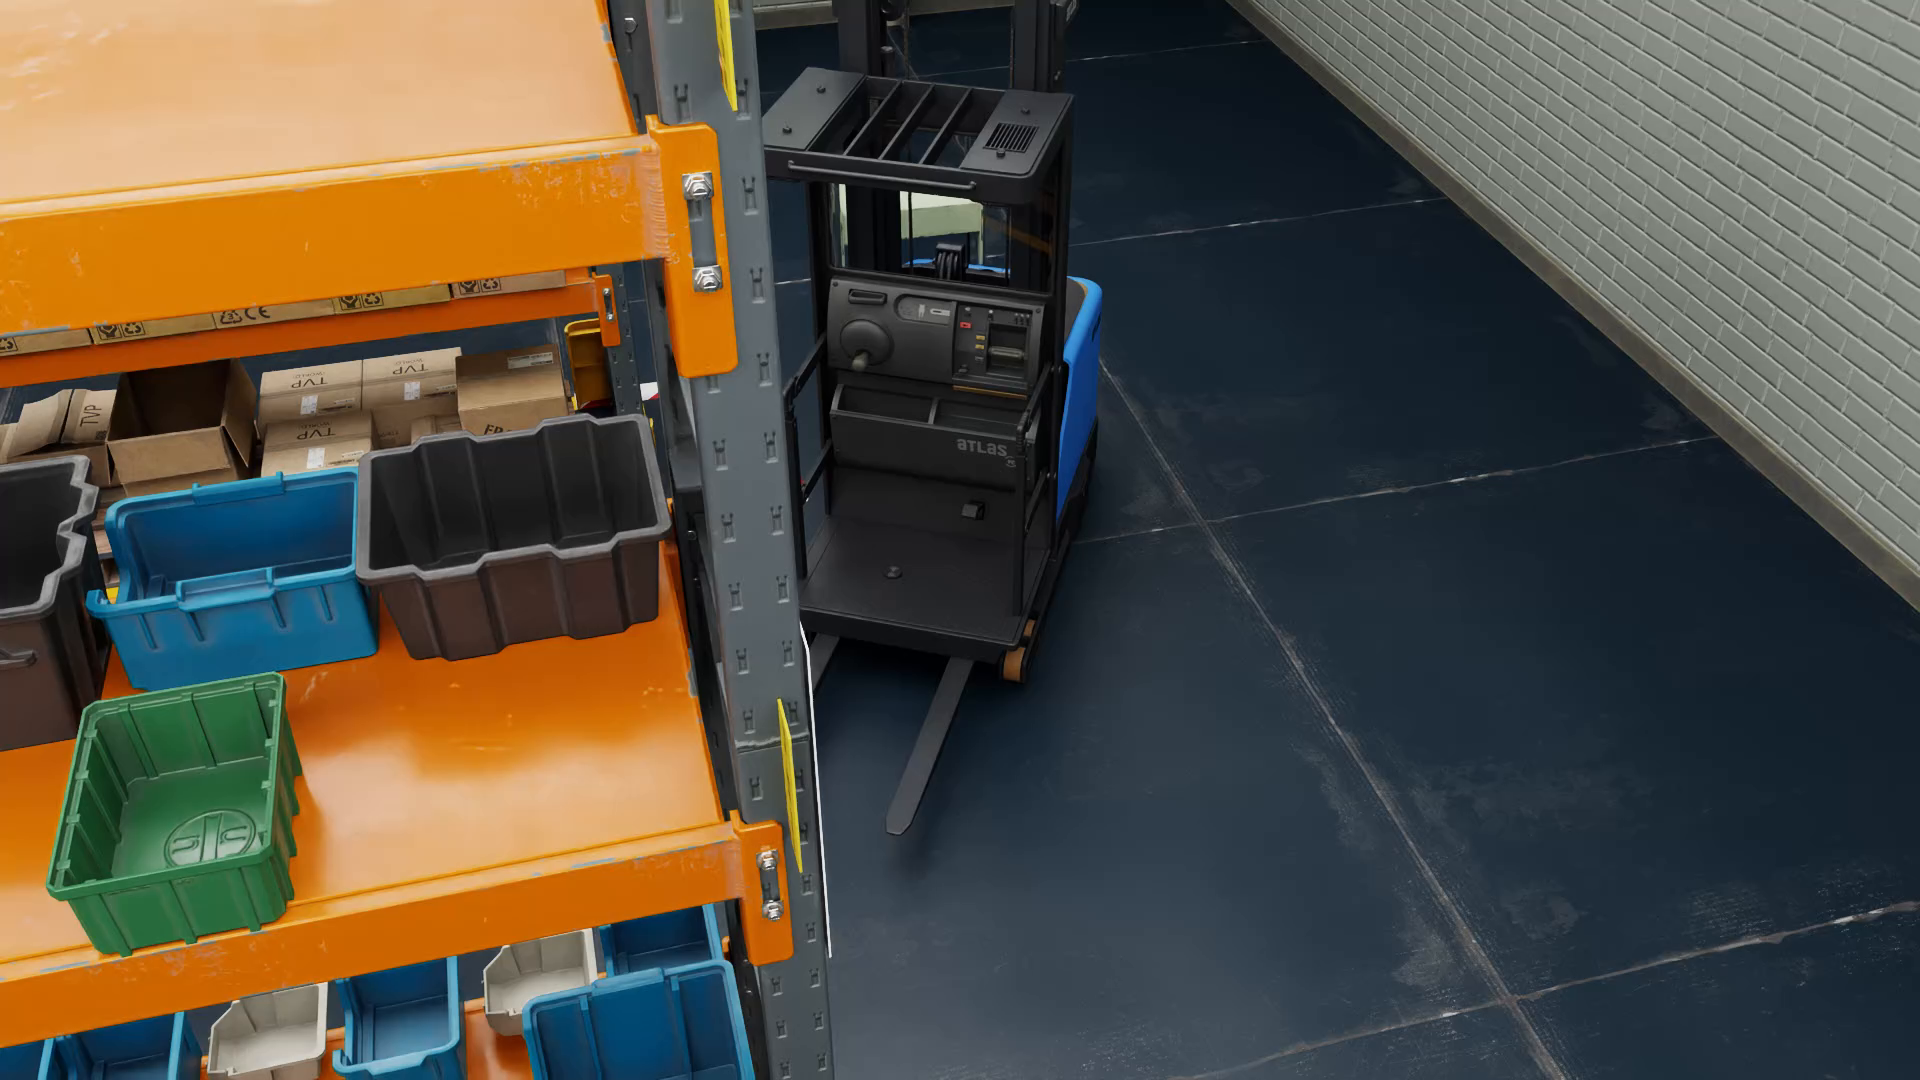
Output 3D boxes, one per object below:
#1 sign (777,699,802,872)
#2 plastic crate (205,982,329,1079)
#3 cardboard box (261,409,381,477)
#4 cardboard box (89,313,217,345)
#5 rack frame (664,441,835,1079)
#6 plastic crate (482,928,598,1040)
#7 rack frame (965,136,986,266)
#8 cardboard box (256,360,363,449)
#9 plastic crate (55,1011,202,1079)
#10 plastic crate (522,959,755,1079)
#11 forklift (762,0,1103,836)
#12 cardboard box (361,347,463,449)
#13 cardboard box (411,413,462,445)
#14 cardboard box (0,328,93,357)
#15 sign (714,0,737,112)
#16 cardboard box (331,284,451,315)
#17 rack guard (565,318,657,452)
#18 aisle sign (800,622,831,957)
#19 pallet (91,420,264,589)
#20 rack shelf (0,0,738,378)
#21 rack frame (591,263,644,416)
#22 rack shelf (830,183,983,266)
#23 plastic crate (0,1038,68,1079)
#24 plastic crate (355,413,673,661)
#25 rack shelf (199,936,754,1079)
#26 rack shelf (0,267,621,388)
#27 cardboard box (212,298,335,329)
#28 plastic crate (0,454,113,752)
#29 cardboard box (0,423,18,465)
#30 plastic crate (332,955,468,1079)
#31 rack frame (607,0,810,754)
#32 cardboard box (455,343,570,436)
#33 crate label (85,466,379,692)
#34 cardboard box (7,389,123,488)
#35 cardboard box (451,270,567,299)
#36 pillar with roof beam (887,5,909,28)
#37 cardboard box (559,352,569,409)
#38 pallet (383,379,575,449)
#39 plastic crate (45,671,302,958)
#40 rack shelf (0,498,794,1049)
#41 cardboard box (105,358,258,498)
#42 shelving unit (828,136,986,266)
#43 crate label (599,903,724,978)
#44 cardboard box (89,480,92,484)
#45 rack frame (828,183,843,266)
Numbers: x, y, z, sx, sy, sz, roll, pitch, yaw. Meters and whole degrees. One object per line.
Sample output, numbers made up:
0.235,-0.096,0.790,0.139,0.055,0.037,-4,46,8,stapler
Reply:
-0.289,0.421,2.828,0.005,0.325,0.100,-9,38,-12,sign
-1.758,1.287,4.245,0.298,0.136,0.250,-9,38,-12,plastic crate
-3.121,-0.375,8.151,0.500,0.250,0.500,-9,38,-12,cardboard box
-3.567,-1.225,7.279,0.500,0.500,0.500,-10,39,-13,cardboard box
-0.448,1.251,4.126,0.127,3.000,1.000,-9,38,-12,rack frame
-1.103,1.180,4.386,0.298,0.136,0.250,-9,38,-12,plastic crate
0.079,-1.367,8.779,0.023,1.500,0.400,-8,38,-10,rack frame
-3.300,-0.660,8.524,0.500,0.250,0.500,-9,38,-12,cardboard box
-2.043,1.348,4.087,0.300,0.233,0.416,-9,38,-12,plastic crate
-0.722,1.375,3.884,0.499,0.435,0.616,-9,38,-12,plastic crate
-0.161,-0.795,6.856,1.130,2.935,3.031,9,38,12,forklift
-2.817,-0.739,8.628,0.500,0.250,0.500,-9,38,-12,cardboard box
-2.611,-0.463,8.335,0.250,0.166,0.380,-9,38,-12,cardboard box
-4.057,-1.143,7.173,0.500,0.500,0.500,-10,38,-12,cardboard box
-0.289,-0.684,1.983,0.005,0.325,0.100,-9,38,-12,sign
-2.597,-1.380,7.483,0.500,0.500,0.500,-9,38,-12,cardboard box
-1.809,-0.651,8.668,0.348,0.500,1.175,-9,38,-12,rack guard
-0.302,0.379,3.126,0.004,0.787,0.394,-9,38,-12,aisle sign
-3.754,-0.218,8.341,1.213,0.211,1.003,-9,38,-12,pallet
-2.379,-0.371,2.229,4.000,0.370,1.077,-9,38,-12,rack shelf
-1.736,-1.655,7.925,0.127,3.000,1.000,-9,38,-12,rack frame
-0.279,-1.632,8.483,0.720,0.370,0.431,-8,38,-10,rack shelf
-2.333,1.395,4.025,0.300,0.233,0.416,-9,38,-12,plastic crate
-0.892,0.009,3.388,0.590,0.269,0.497,-9,38,-12,plastic crate
-2.379,1.853,3.930,4.000,0.370,1.077,-9,38,-12,rack shelf
-3.666,-1.053,7.729,4.000,0.370,1.077,-9,38,-12,rack shelf
-3.080,-1.304,7.384,0.500,0.500,0.500,-9,38,-12,cardboard box
-1.994,0.165,3.128,0.767,0.338,0.504,-9,38,-12,plastic crate
-4.775,-0.415,8.288,0.250,0.149,0.380,-9,38,-12,cardboard box
-1.408,1.244,4.223,0.300,0.233,0.416,-9,38,-12,plastic crate
-0.448,-1.132,2.303,0.127,3.000,1.000,-9,38,-12,rack frame
-2.196,-0.607,8.249,0.500,0.500,0.500,-9,38,-12,cardboard box
-1.423,0.075,3.316,0.502,0.251,0.408,-9,38,-12,crate label
-4.397,-0.504,8.270,0.500,0.311,0.500,-9,38,-12,cardboard box
-2.097,-1.465,7.593,0.500,0.500,0.500,-8,38,-11,cardboard box
0.473,-5.353,7.821,0.400,9.000,9.100,-9,38,-12,pillar with roof beam
-2.229,-0.833,8.834,0.250,0.149,0.380,-9,38,-12,cardboard box
-2.578,-0.409,8.590,1.213,0.211,1.003,-9,38,-12,pallet
-1.326,0.467,2.855,0.336,0.188,0.450,-9,38,-12,plastic crate
-2.379,0.662,3.019,4.000,0.370,1.077,-9,38,-12,rack shelf
-3.785,-0.506,8.114,0.637,0.503,0.797,-9,38,-12,cardboard box
-0.278,-1.320,8.717,0.755,1.500,0.431,-8,38,-10,shelving unit
-0.772,1.139,4.360,0.303,0.233,0.416,-9,38,-12,crate label
-4.303,-0.154,7.931,0.250,0.166,0.380,-9,38,-12,cardboard box
-0.636,-1.273,8.656,0.023,1.500,0.400,-8,38,-10,rack frame
